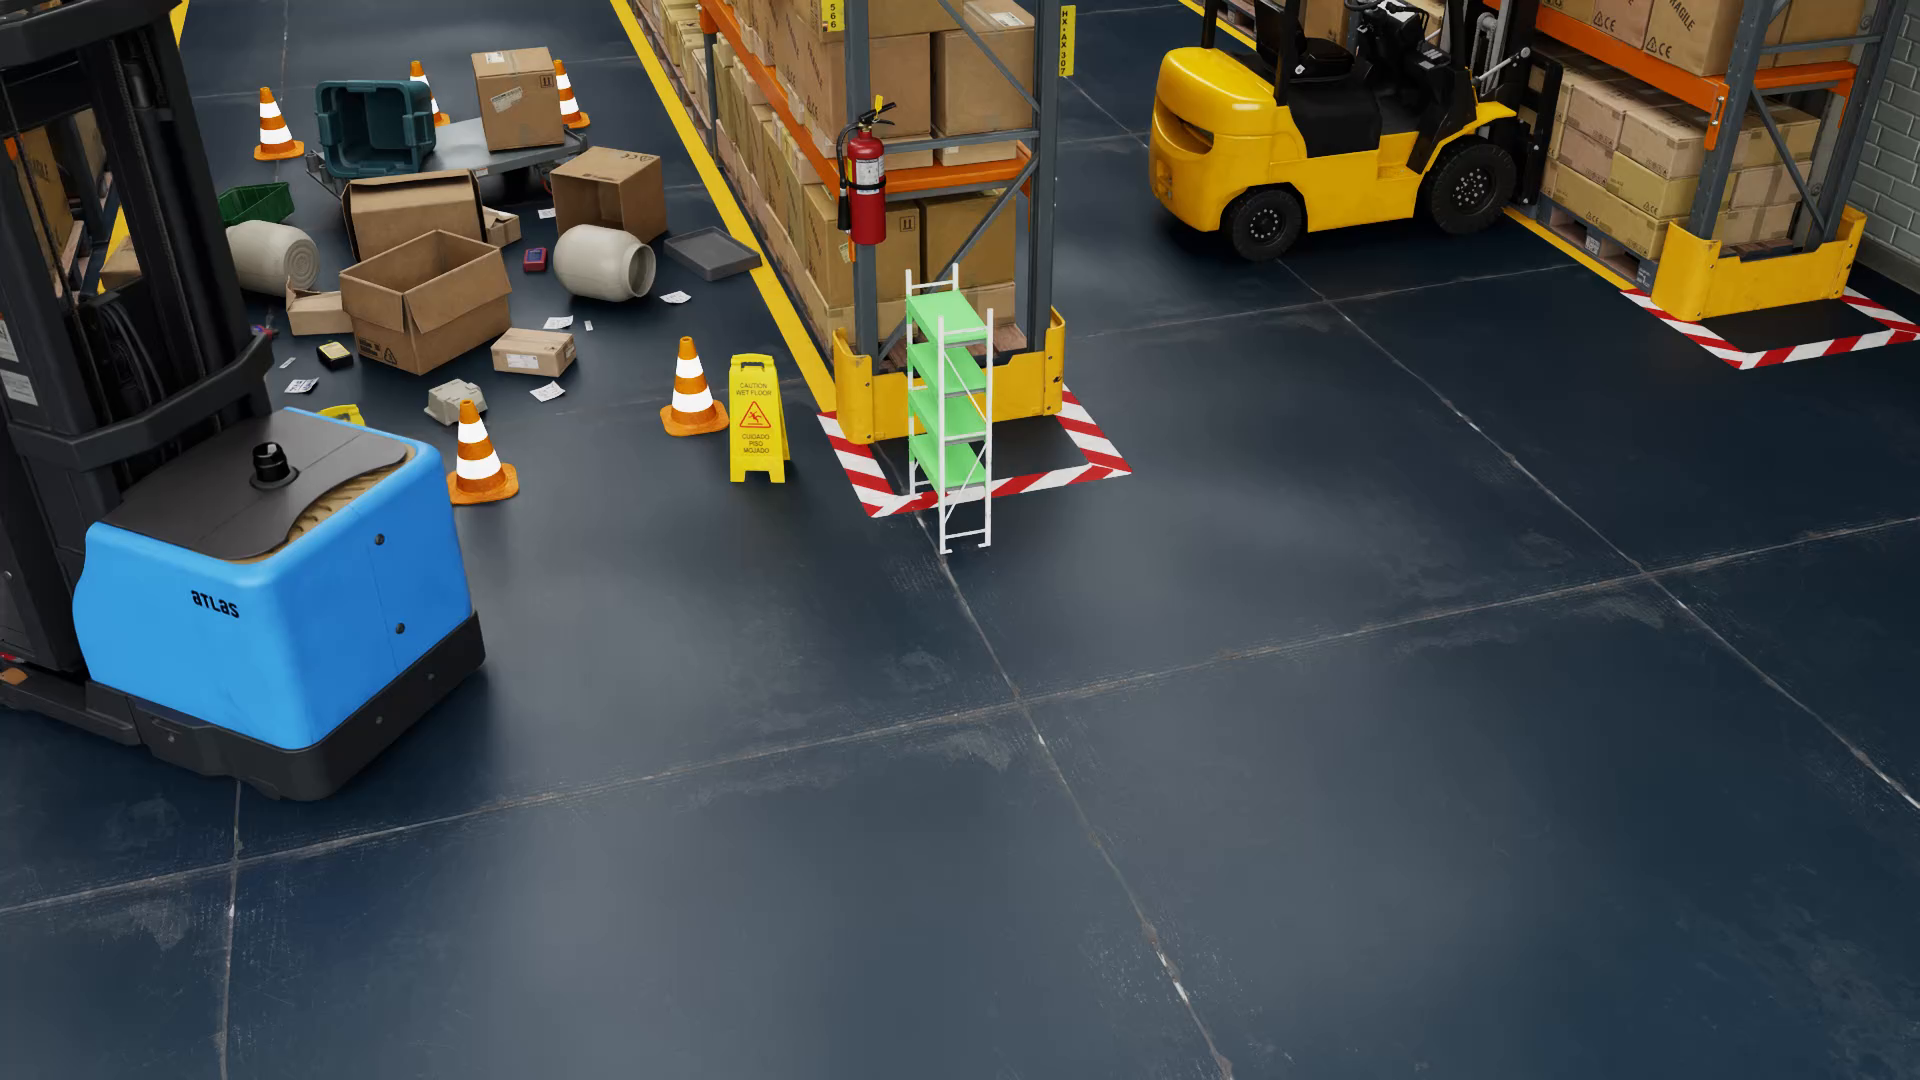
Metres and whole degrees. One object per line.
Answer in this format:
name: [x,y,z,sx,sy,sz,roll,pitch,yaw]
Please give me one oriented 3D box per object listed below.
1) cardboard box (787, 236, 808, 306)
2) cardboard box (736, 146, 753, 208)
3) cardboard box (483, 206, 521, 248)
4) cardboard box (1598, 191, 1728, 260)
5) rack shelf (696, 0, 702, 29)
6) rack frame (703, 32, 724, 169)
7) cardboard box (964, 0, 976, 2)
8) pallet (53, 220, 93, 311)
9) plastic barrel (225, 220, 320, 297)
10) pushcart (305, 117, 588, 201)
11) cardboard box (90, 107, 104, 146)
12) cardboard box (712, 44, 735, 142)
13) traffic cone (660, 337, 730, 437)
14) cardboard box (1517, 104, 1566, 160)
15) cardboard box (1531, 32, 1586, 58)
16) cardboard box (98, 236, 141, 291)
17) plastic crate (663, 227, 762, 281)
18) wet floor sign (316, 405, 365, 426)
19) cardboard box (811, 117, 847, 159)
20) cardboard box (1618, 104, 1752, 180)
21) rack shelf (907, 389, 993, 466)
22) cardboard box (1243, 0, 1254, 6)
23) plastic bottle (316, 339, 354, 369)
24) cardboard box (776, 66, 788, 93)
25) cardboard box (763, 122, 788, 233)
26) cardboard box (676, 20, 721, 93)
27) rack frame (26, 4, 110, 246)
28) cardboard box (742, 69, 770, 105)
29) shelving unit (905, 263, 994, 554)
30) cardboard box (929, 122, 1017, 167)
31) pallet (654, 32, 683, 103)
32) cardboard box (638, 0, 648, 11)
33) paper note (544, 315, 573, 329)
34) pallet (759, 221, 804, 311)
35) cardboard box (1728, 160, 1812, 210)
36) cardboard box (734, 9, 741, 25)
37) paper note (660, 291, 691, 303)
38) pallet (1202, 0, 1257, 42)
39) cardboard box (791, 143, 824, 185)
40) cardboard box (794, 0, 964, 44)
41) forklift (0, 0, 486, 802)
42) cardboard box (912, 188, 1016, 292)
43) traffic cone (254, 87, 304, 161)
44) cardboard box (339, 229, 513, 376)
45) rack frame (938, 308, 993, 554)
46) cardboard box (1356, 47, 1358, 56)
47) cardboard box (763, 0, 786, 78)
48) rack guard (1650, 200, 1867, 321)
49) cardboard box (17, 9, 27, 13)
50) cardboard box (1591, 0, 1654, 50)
cardboard box: [-0.683,-1.558,9.500,0.500,0.250,0.500,-10,35,-15]
cardboard box: [-1.153,-2.372,10.732,0.500,0.250,0.500,-8,34,-12]
cardboard box: [-3.045,-2.048,10.609,0.396,0.266,0.258,19,38,26]
cardboard box: [4.252,-1.936,10.072,0.500,0.250,0.500,-10,35,-14]
rack shelf: [-1.860,-4.728,12.836,1.077,0.370,4.000,-10,35,-15]
rack frame: [-1.250,-3.978,11.049,1.000,3.000,0.127,-10,35,-15]
cardboard box: [-0.071,-2.610,8.619,0.500,0.500,0.500,-9,35,-13]
pallet: [-5.776,-1.517,9.854,1.003,0.211,1.213,-10,35,-15]
plastic barrel: [-4.126,-1.680,9.908,0.512,0.421,0.421,13,36,18]
pushcart: [-3.406,-2.474,11.152,1.648,0.377,0.936,-23,40,-31]
cardboard box: [-6.499,-3.147,11.451,1.050,0.750,0.750,-10,35,-15]
cardboard box: [-1.327,-2.964,10.947,0.500,0.500,0.500,-8,34,-12]
traffic cone: [-1.389,-0.828,8.583,0.336,0.463,0.334,-10,35,-15]
cardboard box: [3.930,-2.687,10.755,0.500,0.250,0.500,-11,35,-16]
cardboard box: [3.787,-3.147,10.997,0.500,0.250,0.500,-11,35,-16]
cardboard box: [-4.482,-1.408,9.425,0.500,0.500,0.500,-4,34,-6]
plastic crate: [-1.552,-1.797,10.398,0.402,0.080,0.583,-23,40,-31]
wet floor sign: [-2.818,-0.328,7.661,0.267,0.644,0.232,-16,37,-23]
cardboard box: [-0.530,-2.048,8.356,0.380,0.149,0.250,-10,35,-15]
cardboard box: [4.259,-2.349,9.790,0.500,0.250,0.500,-9,34,-13]
rack shelf: [-0.050,-0.534,7.586,0.258,0.148,0.480,-10,35,-15]
cardboard box: [2.846,-5.074,14.481,0.875,0.625,0.625,-11,35,-17]
plastic bottle: [-3.500,-1.042,9.272,0.133,0.061,0.283,-23,40,-31]
cardboard box: [-0.804,-2.593,9.181,0.380,0.149,0.250,-10,35,-15]
cardboard box: [-0.832,-2.135,9.693,0.500,0.500,0.500,-11,35,-16]
cardboard box: [-1.635,-3.708,12.644,0.950,0.372,0.625,-8,34,-12]
rack frame: [-5.933,-3.092,9.709,1.000,3.000,0.127,-10,35,-15]
cardboard box: [-1.102,-2.748,10.032,0.380,0.149,0.250,-8,34,-12]
shelving unit: [-0.050,-0.587,7.551,0.258,1.200,0.503,-10,35,-15]
cardboard box: [0.064,-1.986,8.263,0.380,0.149,0.250,-10,35,-15]
pallet: [-1.864,-3.865,13.407,1.003,0.211,1.213,-10,35,-15]
cardboard box: [-2.307,-4.858,14.384,0.950,0.372,0.625,-12,35,-18]
paper note: [-2.330,-1.267,9.650,0.148,0.019,0.142,1,33,2]
pallet: [-0.635,-1.826,10.322,1.003,0.211,1.213,-10,35,-15]
cardboard box: [4.751,-2.233,10.068,0.500,0.250,0.500,-9,35,-14]
cardboard box: [-1.180,-3.260,10.190,0.380,0.149,0.250,-9,35,-13]
paper note: [-1.693,-1.451,9.918,0.142,0.019,0.148,-23,40,-31]
pallet: [2.839,-4.673,14.630,1.003,0.211,1.213,-10,35,-15]
cardboard box: [-0.698,-2.047,8.972,0.380,0.149,0.250,-9,35,-13]
cardboard box: [-0.393,-2.692,7.836,0.700,0.500,0.500,-11,35,-16]
forklift: [-3.524,-0.788,6.284,3.031,2.935,1.130,14,36,21]
cardboard box: [-0.020,-1.701,9.036,0.500,0.500,0.500,-11,35,-16]
traffic cone: [-4.904,-2.992,11.858,0.336,0.463,0.334,-10,35,-15]
cardboard box: [-2.976,-1.333,9.310,0.637,0.503,0.797,19,38,26]
rack frame: [0.024,-0.459,7.357,0.240,1.200,0.015,-10,35,-15]
cardboard box: [3.309,-3.533,12.489,0.500,0.250,0.500,-10,35,-14]
cardboard box: [-0.755,-2.809,8.920,0.500,0.500,0.500,-10,35,-15]
rack guard: [4.704,-1.659,9.807,1.175,0.500,0.348,-10,35,-15]
cardboard box: [-5.809,-2.963,9.377,0.875,0.550,0.550,-10,35,-15]
cardboard box: [4.147,-3.244,9.848,0.500,0.500,0.500,-9,34,-13]
